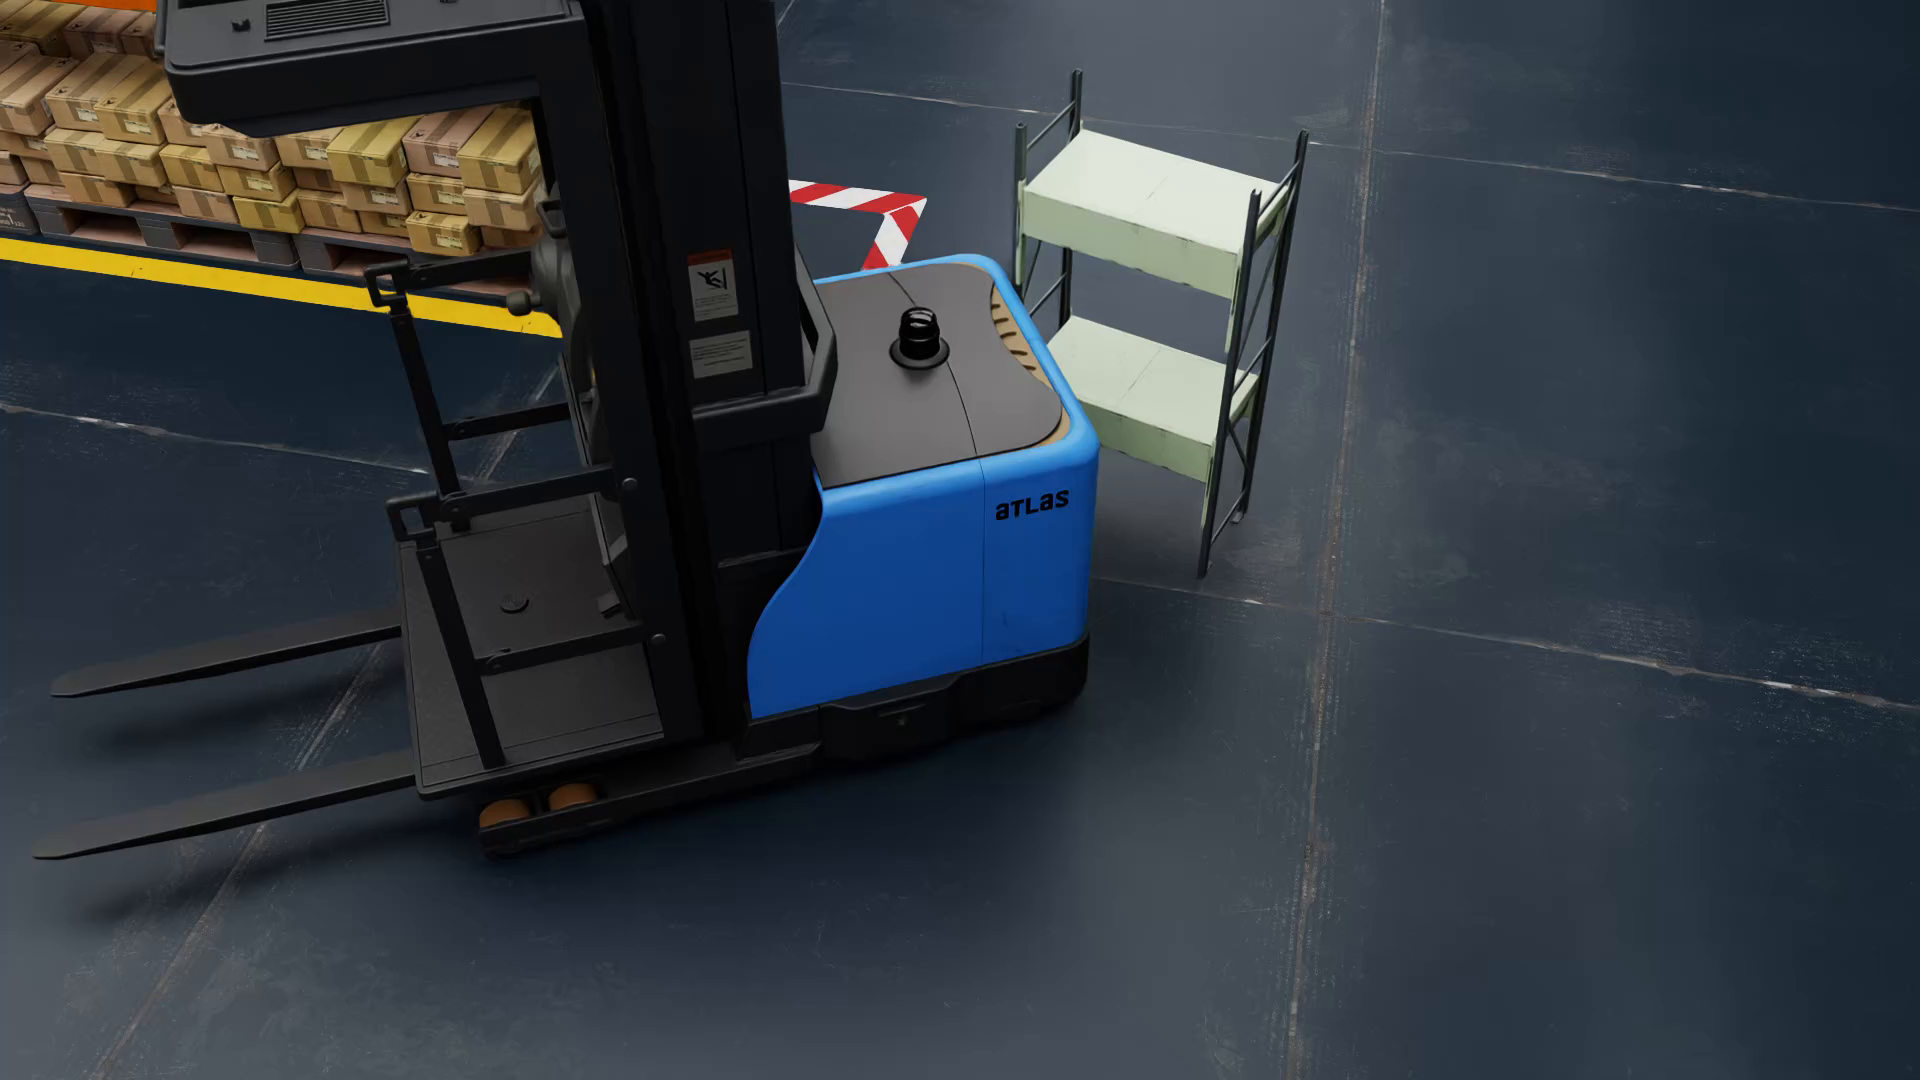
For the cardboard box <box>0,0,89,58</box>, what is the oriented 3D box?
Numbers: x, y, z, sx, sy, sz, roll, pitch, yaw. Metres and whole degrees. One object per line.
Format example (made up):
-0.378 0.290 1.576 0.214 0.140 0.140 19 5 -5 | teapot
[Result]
-3.947 -2.206 7.203 0.250 0.149 0.380 10 45 10 | cardboard box

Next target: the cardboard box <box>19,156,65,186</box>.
-3.762 -1.670 7.075 0.250 0.149 0.380 7 44 7 | cardboard box

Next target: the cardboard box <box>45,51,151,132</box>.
-3.511 -1.839 6.821 0.250 0.149 0.380 7 44 7 | cardboard box

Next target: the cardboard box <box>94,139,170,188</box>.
-3.300 -1.616 6.805 0.250 0.149 0.380 9 45 9 | cardboard box

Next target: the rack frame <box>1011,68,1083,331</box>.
0.268 -0.780 5.479 0.023 1.500 0.400 21 48 21 | rack frame

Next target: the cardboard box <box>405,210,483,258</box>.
-2.019 -1.310 6.701 0.250 0.149 0.380 10 45 10 | cardboard box

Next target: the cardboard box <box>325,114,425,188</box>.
-2.271 -1.554 6.526 0.250 0.149 0.380 8 44 8 | cardboard box

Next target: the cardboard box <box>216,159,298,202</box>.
-2.779 -1.542 6.728 0.250 0.149 0.380 9 45 10 | cardboard box

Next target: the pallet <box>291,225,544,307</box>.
-2.045 -1.431 7.084 1.213 0.211 1.003 9 45 9 | pallet

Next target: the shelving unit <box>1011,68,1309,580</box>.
0.587 -0.655 5.349 0.755 1.500 0.431 21 48 21 | shelving unit

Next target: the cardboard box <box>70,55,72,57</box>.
-3.958 -2.116 7.324 0.250 0.149 0.380 9 45 9 | cardboard box

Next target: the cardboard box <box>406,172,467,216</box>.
-2.007 -1.471 6.654 0.250 0.149 0.380 8 44 8 | cardboard box

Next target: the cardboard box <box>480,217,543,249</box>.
-1.745 -1.340 6.732 0.250 0.149 0.380 10 45 10 | cardboard box

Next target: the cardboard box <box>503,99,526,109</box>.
-1.919 -1.885 6.869 0.250 0.149 0.380 10 45 10 | cardboard box

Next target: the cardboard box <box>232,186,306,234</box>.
-2.764 -1.433 6.829 0.250 0.149 0.380 7 44 7 | cardboard box

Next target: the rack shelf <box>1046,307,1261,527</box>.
0.587 -0.420 5.575 0.720 0.370 0.431 21 48 21 | rack shelf

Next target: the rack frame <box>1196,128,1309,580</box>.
0.906 -0.531 5.220 0.023 1.500 0.400 21 48 21 | rack frame

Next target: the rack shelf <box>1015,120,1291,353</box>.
0.587 -0.937 5.079 0.720 0.370 0.431 21 48 21 | rack shelf

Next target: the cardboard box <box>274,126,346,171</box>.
-2.510 -1.636 6.611 0.250 0.149 0.380 7 44 7 | cardboard box

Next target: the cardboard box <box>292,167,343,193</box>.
-2.511 -1.583 6.770 0.250 0.149 0.380 8 45 9 | cardboard box

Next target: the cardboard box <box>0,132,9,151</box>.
-4.031 -1.809 7.005 0.250 0.149 0.380 7 44 7 | cardboard box

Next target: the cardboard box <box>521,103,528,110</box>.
-1.896 -1.841 7.038 0.250 0.149 0.380 9 45 9 | cardboard box

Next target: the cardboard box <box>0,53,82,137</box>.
-3.795 -1.824 6.806 0.250 0.149 0.380 10 45 10 | cardboard box

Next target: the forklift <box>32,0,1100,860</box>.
-1.180 -0.562 4.221 3.031 2.935 1.130 -12 45 -12 | forklift

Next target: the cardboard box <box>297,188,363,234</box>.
-2.501 -1.437 6.833 0.250 0.149 0.380 9 45 9 | cardboard box

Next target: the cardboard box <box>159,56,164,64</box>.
-3.178 -2.084 7.076 0.250 0.149 0.380 9 45 9 | cardboard box

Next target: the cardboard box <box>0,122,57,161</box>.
-3.768 -1.752 6.946 0.250 0.149 0.380 11 45 11 | cardboard box

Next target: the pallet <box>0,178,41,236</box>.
-4.427 -1.800 7.468 1.213 0.211 1.003 9 45 9 | pallet

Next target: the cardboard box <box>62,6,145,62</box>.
-3.663 -2.228 7.226 0.250 0.149 0.380 7 44 7 | cardboard box

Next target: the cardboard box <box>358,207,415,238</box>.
-2.258 -1.408 6.803 0.250 0.149 0.380 9 45 9 | cardboard box

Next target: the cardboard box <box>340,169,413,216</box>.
-2.271 -1.472 6.655 0.250 0.149 0.380 7 44 7 | cardboard box

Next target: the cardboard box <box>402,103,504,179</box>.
-1.991 -1.601 6.574 0.250 0.149 0.380 10 45 10 | cardboard box

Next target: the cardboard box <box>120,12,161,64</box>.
-3.397 -2.195 7.192 0.250 0.149 0.380 7 44 8 | cardboard box

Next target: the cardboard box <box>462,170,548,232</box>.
-1.764 -1.395 6.575 0.250 0.149 0.380 8 44 8 | cardboard box

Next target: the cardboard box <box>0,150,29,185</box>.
-4.032 -1.687 7.092 0.250 0.149 0.380 8 44 8 | cardboard box

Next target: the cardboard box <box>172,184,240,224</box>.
-3.026 -1.488 6.886 0.250 0.149 0.380 10 45 10 | cardboard box

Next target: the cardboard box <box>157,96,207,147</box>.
-3.018 -1.754 6.733 0.250 0.149 0.380 7 44 8 | cardboard box

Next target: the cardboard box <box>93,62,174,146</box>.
-3.279 -1.775 6.755 0.250 0.149 0.380 9 45 9 | cardboard box

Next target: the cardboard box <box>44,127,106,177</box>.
-3.535 -1.671 6.861 0.250 0.149 0.380 9 45 9 | cardboard box

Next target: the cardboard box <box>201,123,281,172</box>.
-2.784 -1.639 6.614 0.250 0.149 0.380 10 45 11 | cardboard box

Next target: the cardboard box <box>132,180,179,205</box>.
-3.257 -1.577 6.978 0.250 0.149 0.380 10 45 10 | cardboard box

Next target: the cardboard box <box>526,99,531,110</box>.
-1.623 -1.925 6.910 0.250 0.149 0.380 7 44 7 | cardboard box

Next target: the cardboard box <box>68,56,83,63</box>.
-3.705 -2.090 7.297 0.250 0.149 0.380 10 45 10 | cardboard box

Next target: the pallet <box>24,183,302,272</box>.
-3.232 -1.617 7.278 1.213 0.211 1.003 9 45 9 | pallet

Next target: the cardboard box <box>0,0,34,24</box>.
-4.183 -2.299 7.299 0.250 0.149 0.380 8 45 9 | cardboard box

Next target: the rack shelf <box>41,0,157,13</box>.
-3.138 -2.320 6.517 4.000 0.370 1.077 9 45 9 | rack shelf

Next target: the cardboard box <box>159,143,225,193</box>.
-3.025 -1.593 6.781 0.250 0.149 0.380 11 45 11 | cardboard box

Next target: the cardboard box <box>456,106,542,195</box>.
-1.758 -1.524 6.494 0.250 0.149 0.380 9 45 10 | cardboard box

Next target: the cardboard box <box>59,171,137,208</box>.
-3.529 -1.565 6.966 0.250 0.149 0.380 8 44 8 | cardboard box

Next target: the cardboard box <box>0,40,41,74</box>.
-4.026 -1.918 6.903 0.250 0.149 0.380 8 44 8 | cardboard box
